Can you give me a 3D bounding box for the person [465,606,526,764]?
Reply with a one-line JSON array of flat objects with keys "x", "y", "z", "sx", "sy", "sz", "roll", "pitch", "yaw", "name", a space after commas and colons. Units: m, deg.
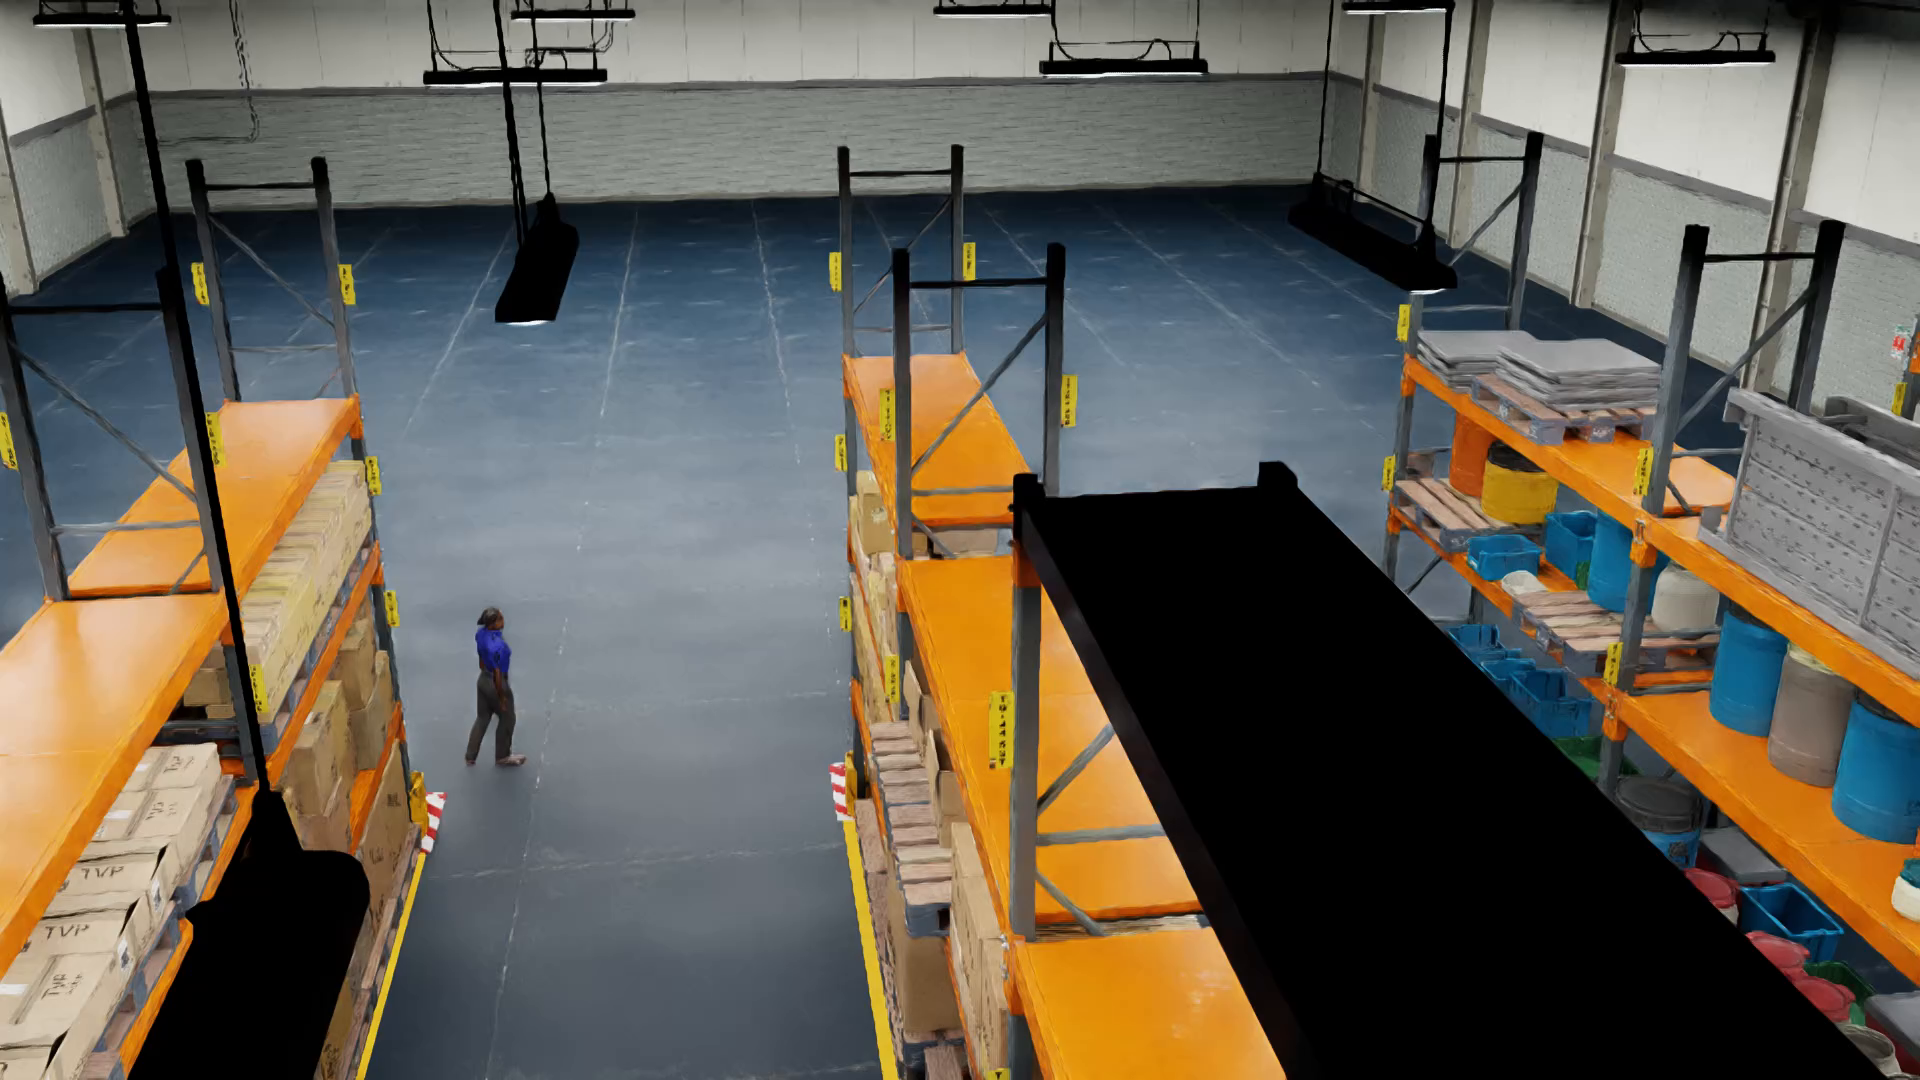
[{"x": -4.525, "y": 1.401, "z": 15.894, "sx": 0.534, "sy": 1.650, "sz": 0.571, "roll": -16, "pitch": 26, "yaw": -34, "name": "person"}]
